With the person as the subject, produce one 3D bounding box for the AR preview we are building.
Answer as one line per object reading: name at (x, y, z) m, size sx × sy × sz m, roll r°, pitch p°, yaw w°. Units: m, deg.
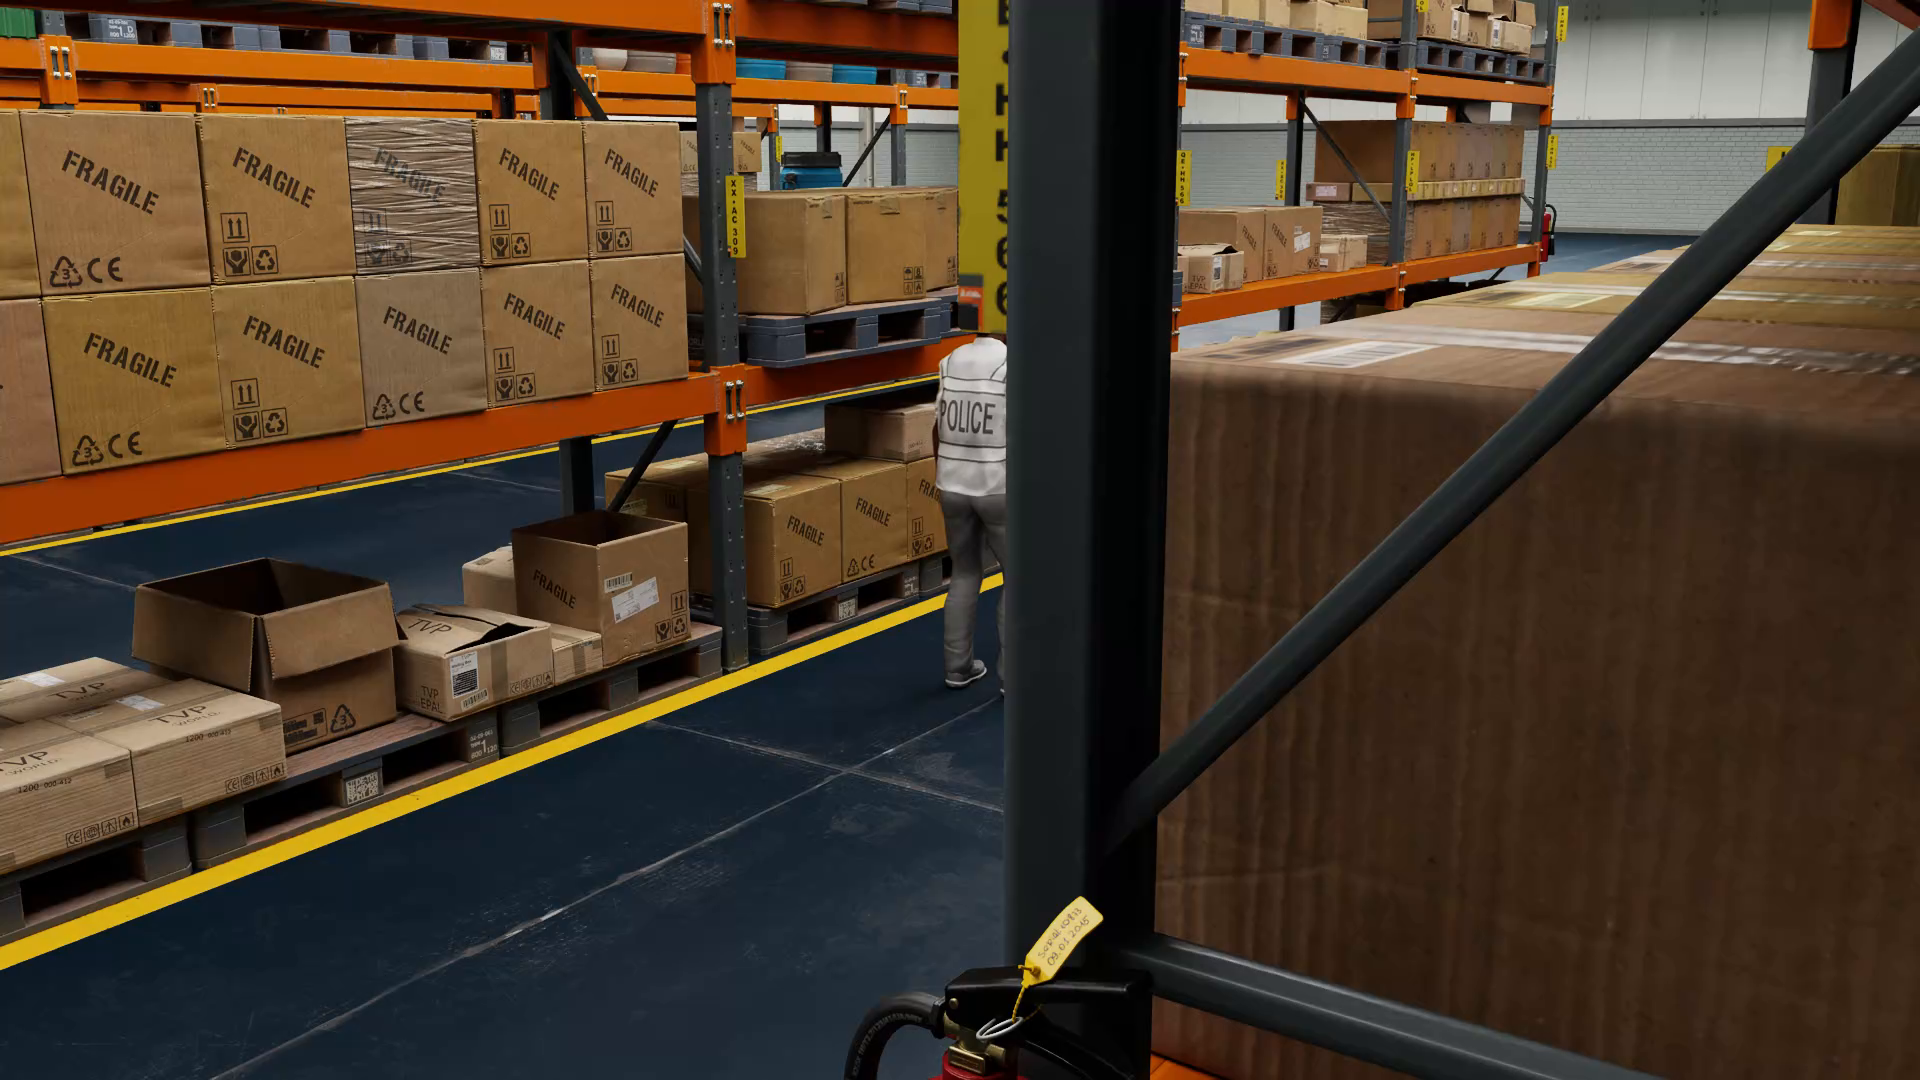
person at (0.121, -0.191, 6.811) m, size 0.507 × 1.658 × 0.392 m, roll 8°, pitch 15°, yaw 32°
